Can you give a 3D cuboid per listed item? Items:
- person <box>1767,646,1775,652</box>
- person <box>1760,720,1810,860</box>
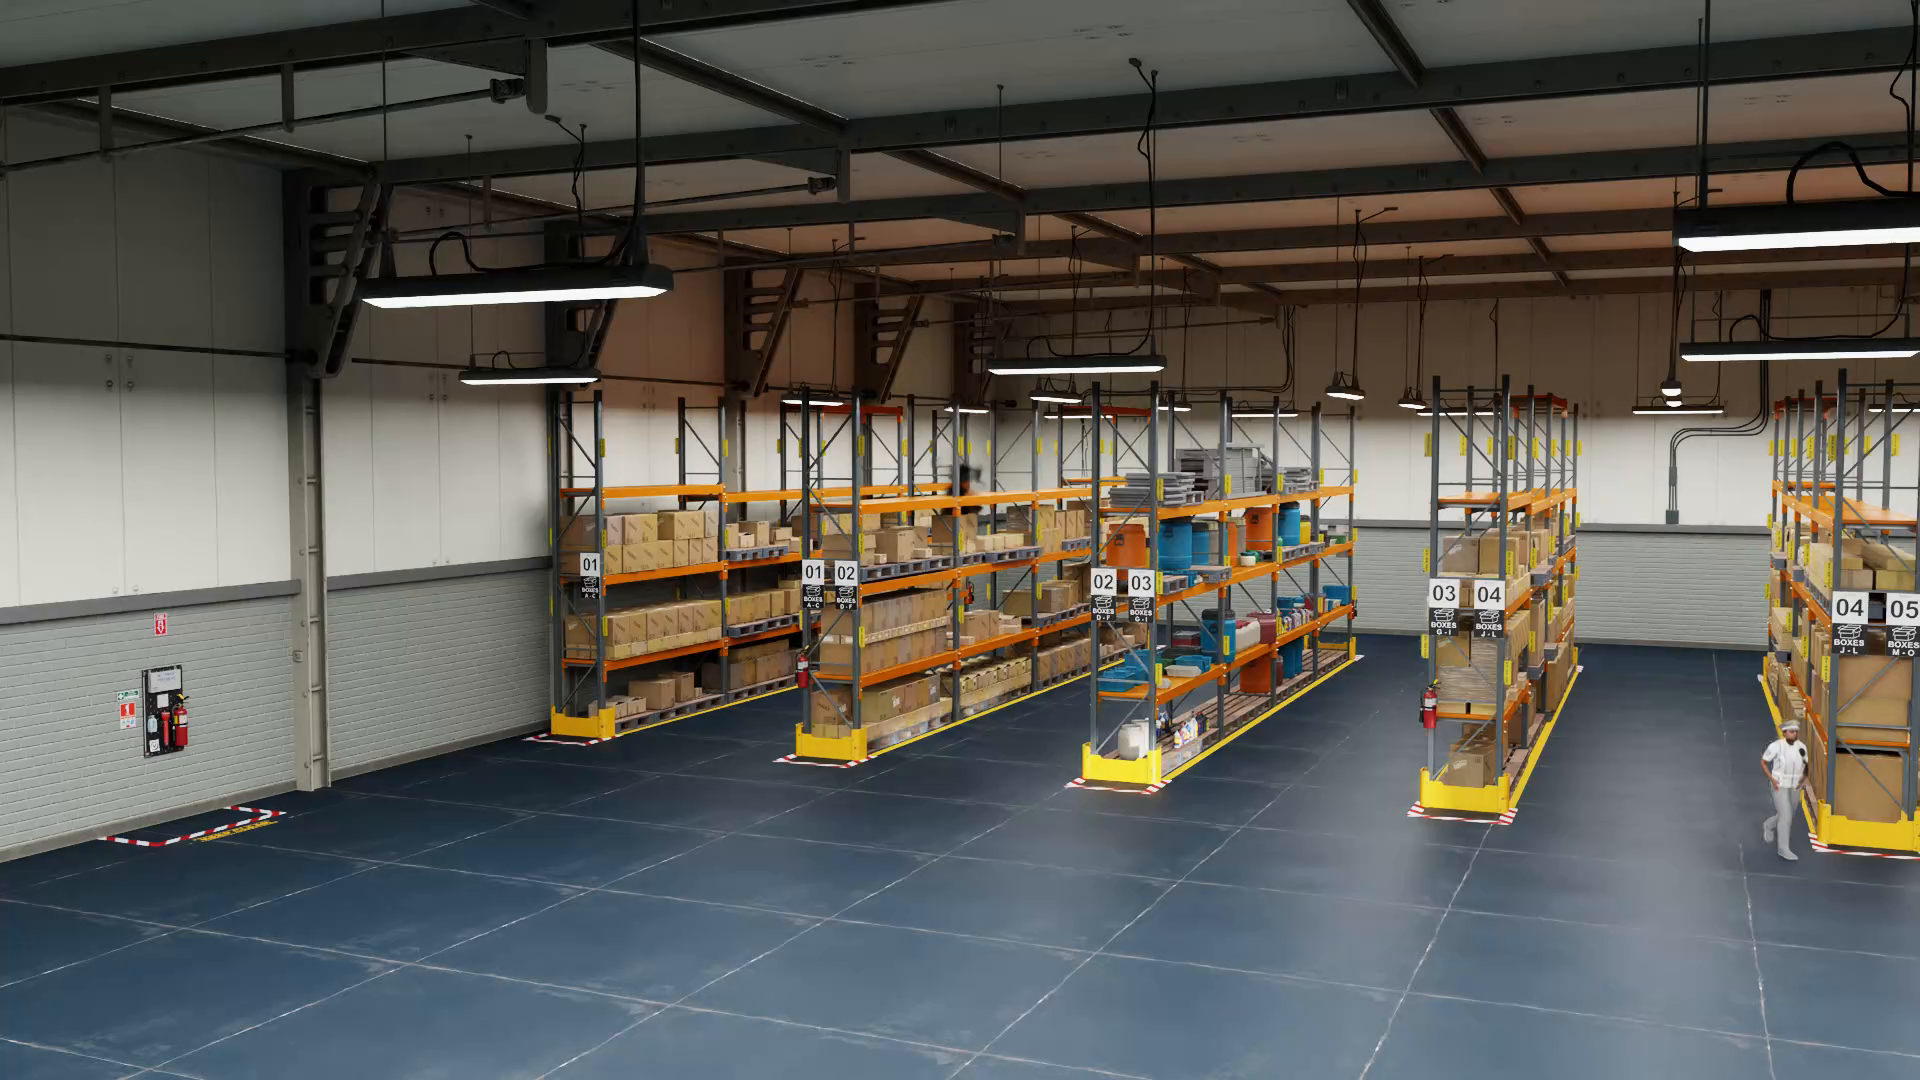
[{"bbox_3d":[18.131,2.119,36.759,0.482,1.725,0.731,1,3,22],"label":"person"},{"bbox_3d":[10.150,3.023,20.481,0.577,1.685,0.784,0,3,-4],"label":"person"}]
